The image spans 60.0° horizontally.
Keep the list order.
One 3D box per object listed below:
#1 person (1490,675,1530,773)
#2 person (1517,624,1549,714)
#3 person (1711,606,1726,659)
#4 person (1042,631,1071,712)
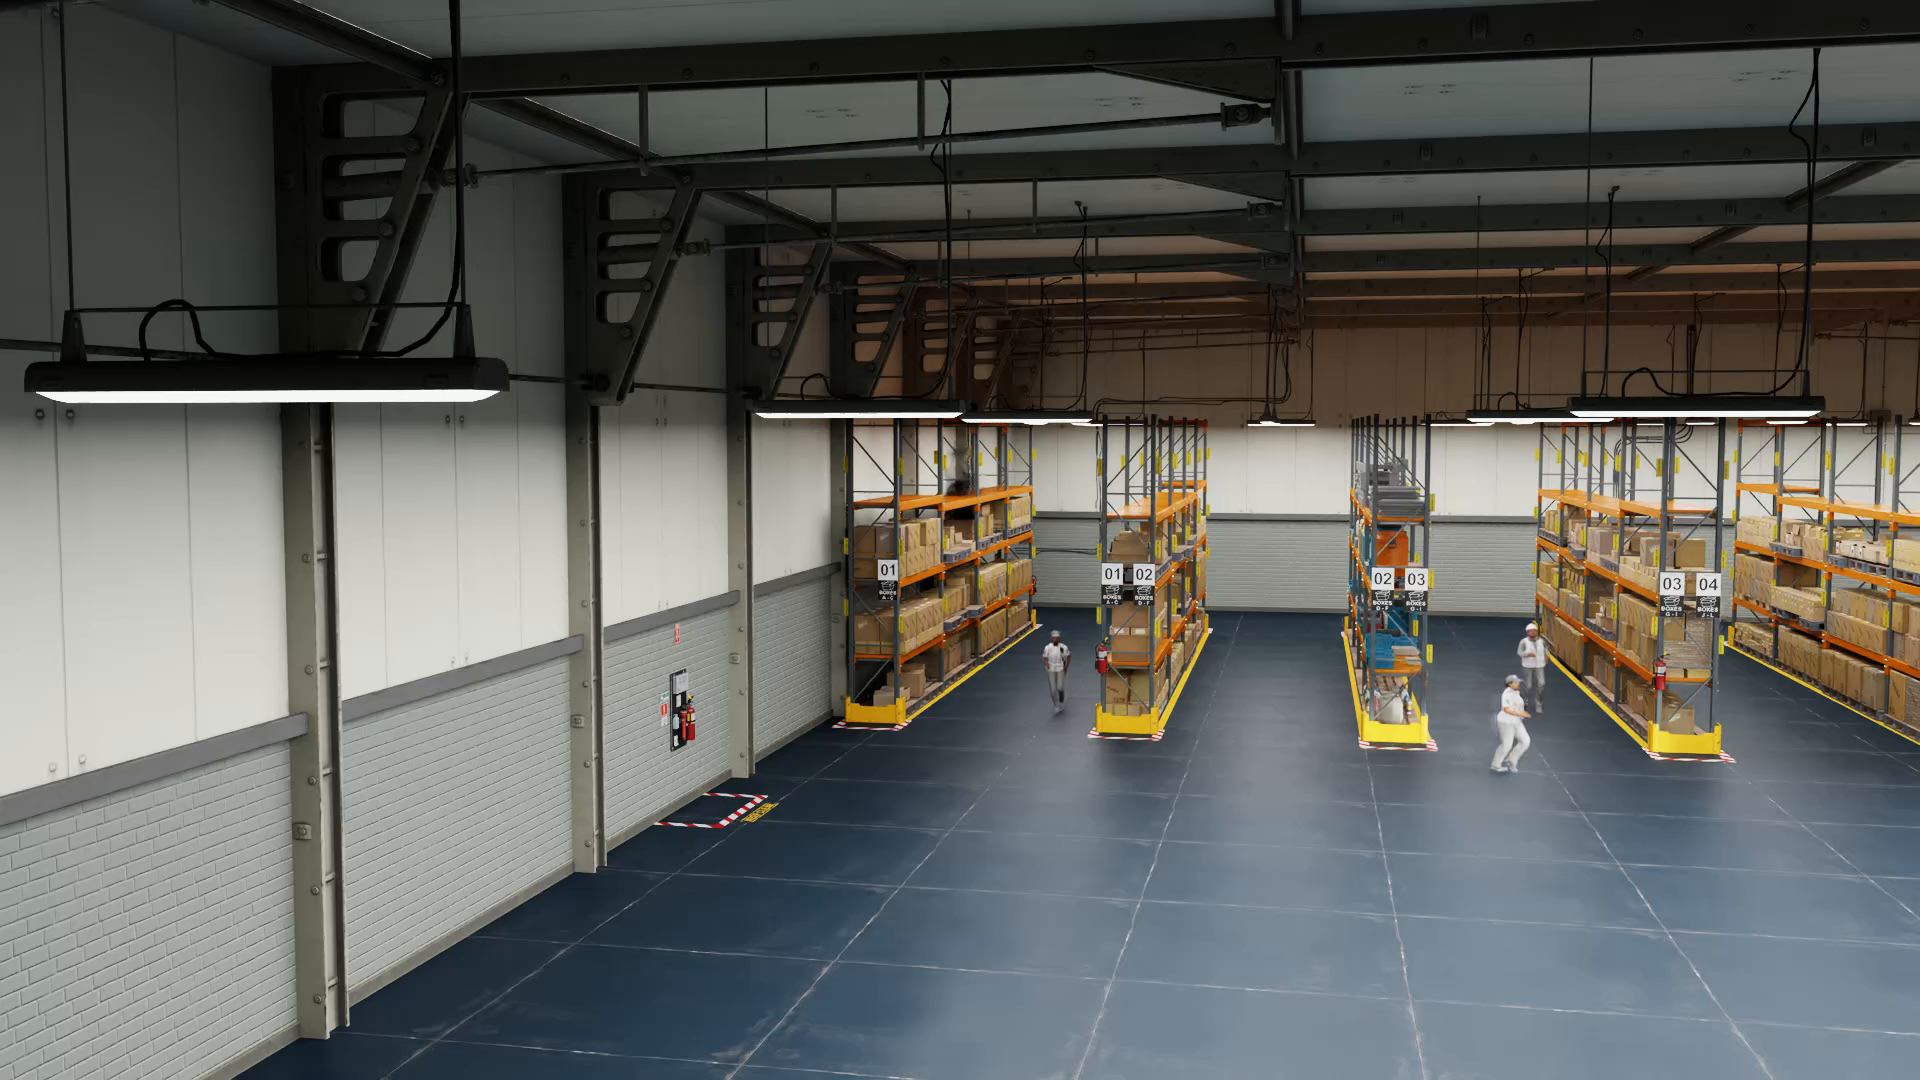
[{"bbox_3d":[9.175,3.073,27.601,0.673,1.694,0.633,3,5,42],"label":"person"},{"bbox_3d":[11.659,2.604,33.820,0.661,1.809,0.822,0,4,5],"label":"person"},{"bbox_3d":[18.464,2.187,40.780,0.564,1.720,0.728,1,4,14],"label":"person"},{"bbox_3d":[1.931,2.653,33.533,0.576,1.660,0.573,1,4,10],"label":"person"}]
